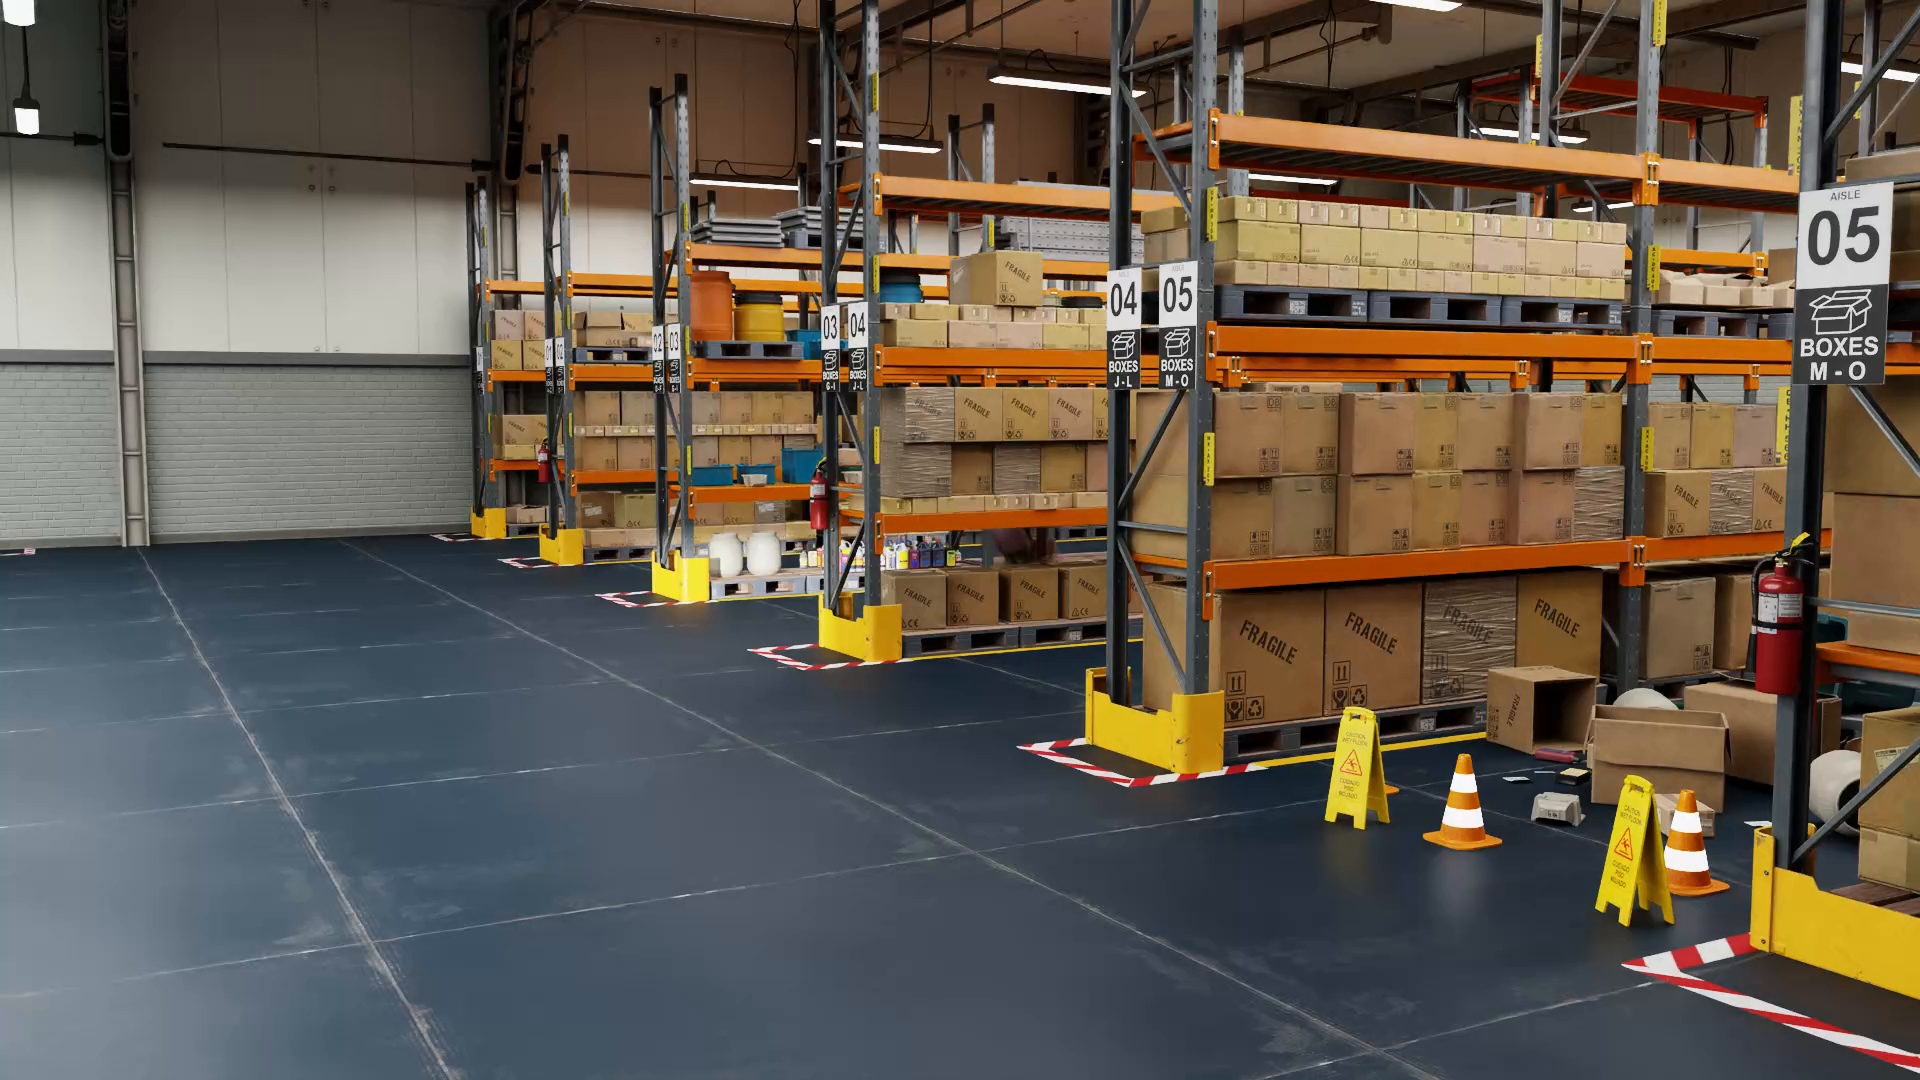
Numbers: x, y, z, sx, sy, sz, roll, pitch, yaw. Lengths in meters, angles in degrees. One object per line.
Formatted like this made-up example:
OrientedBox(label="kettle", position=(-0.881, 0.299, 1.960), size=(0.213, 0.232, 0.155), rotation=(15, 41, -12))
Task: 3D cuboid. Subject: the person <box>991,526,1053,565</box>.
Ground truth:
OrientedBox(label="person", position=(0.772, 0.052, 18.990), size=(0.891, 1.370, 0.547), rotation=(-3, 6, -30))
